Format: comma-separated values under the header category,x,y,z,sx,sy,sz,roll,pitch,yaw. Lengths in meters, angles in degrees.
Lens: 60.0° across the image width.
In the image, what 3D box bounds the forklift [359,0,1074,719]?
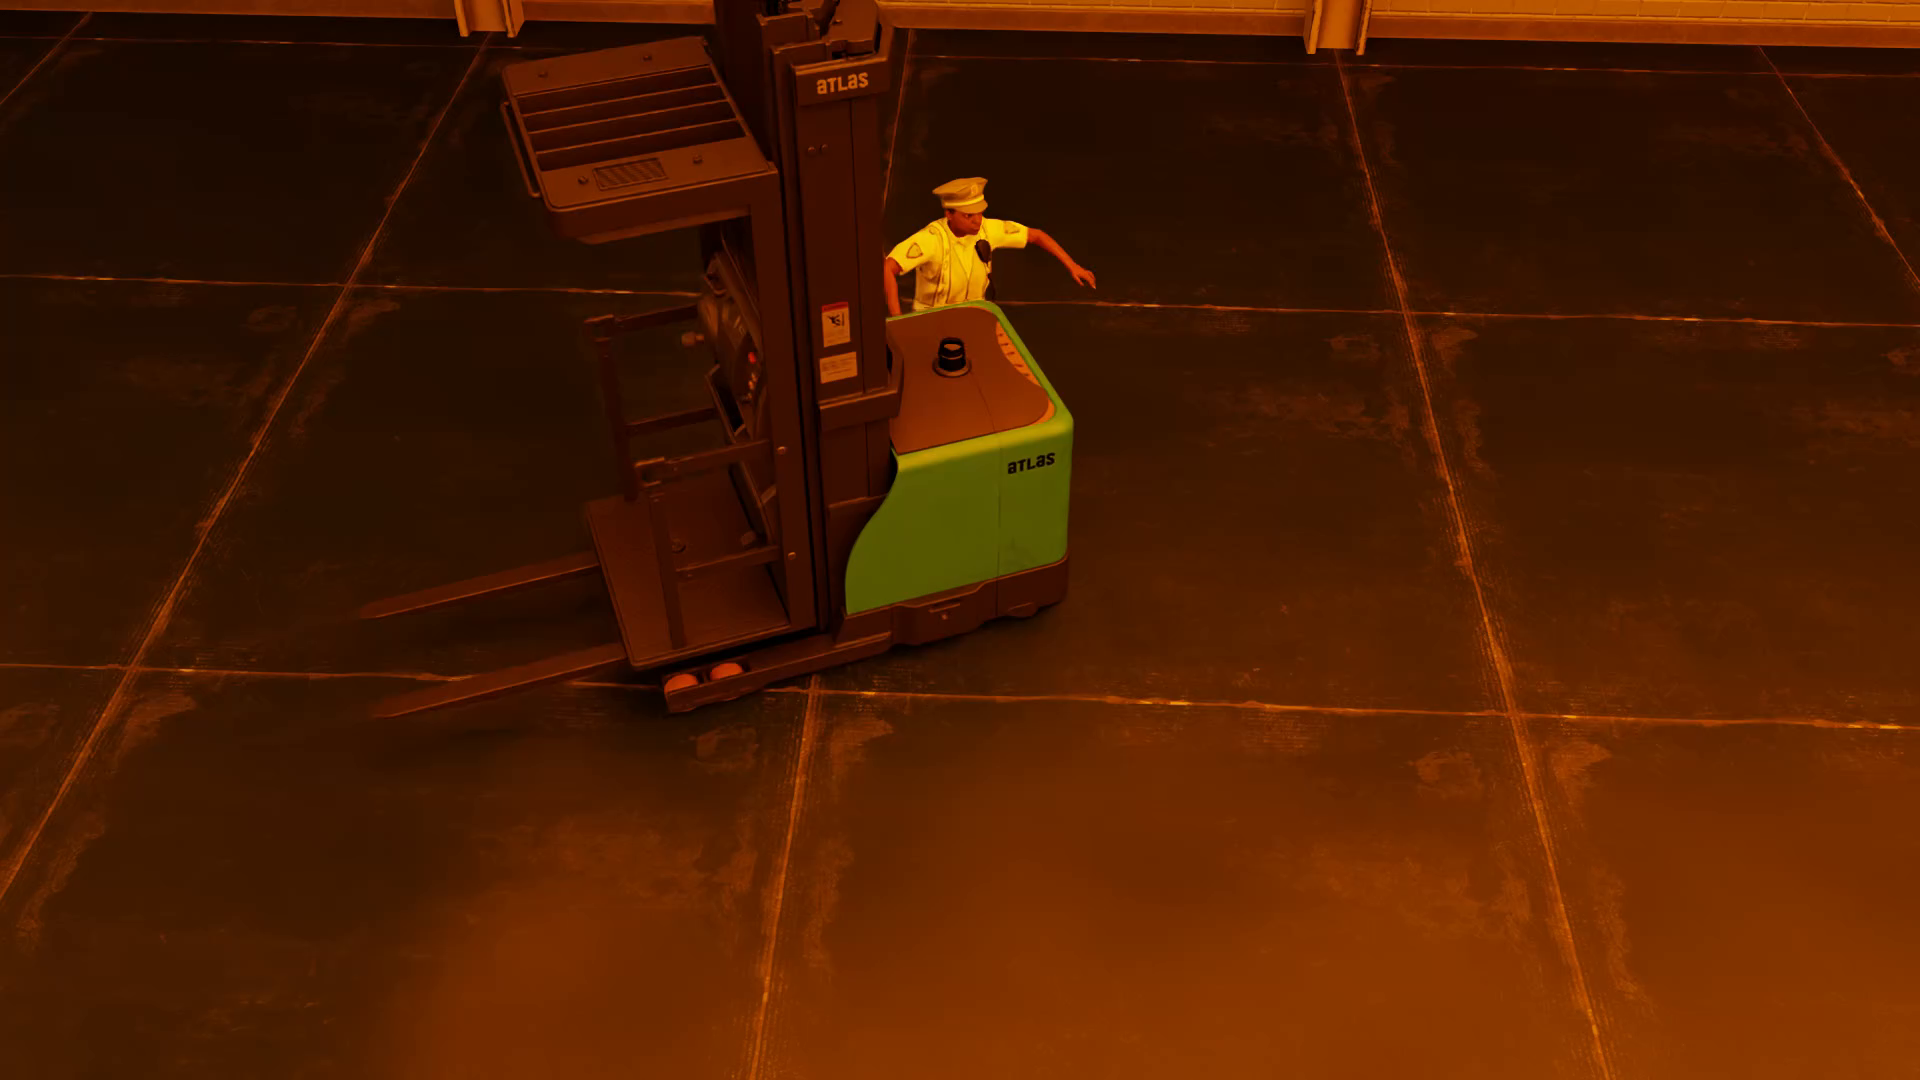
category,x,y,z,sx,sy,sz,roll,pitch,yaw
forklift,-1.084,-0.751,6.565,3.031,2.935,1.130,-14,44,-15

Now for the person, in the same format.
category,x,y,z,sx,sy,sz,roll,pitch,yaw
person,0.097,-0.961,7.871,1.020,1.464,0.813,-30,50,-28
